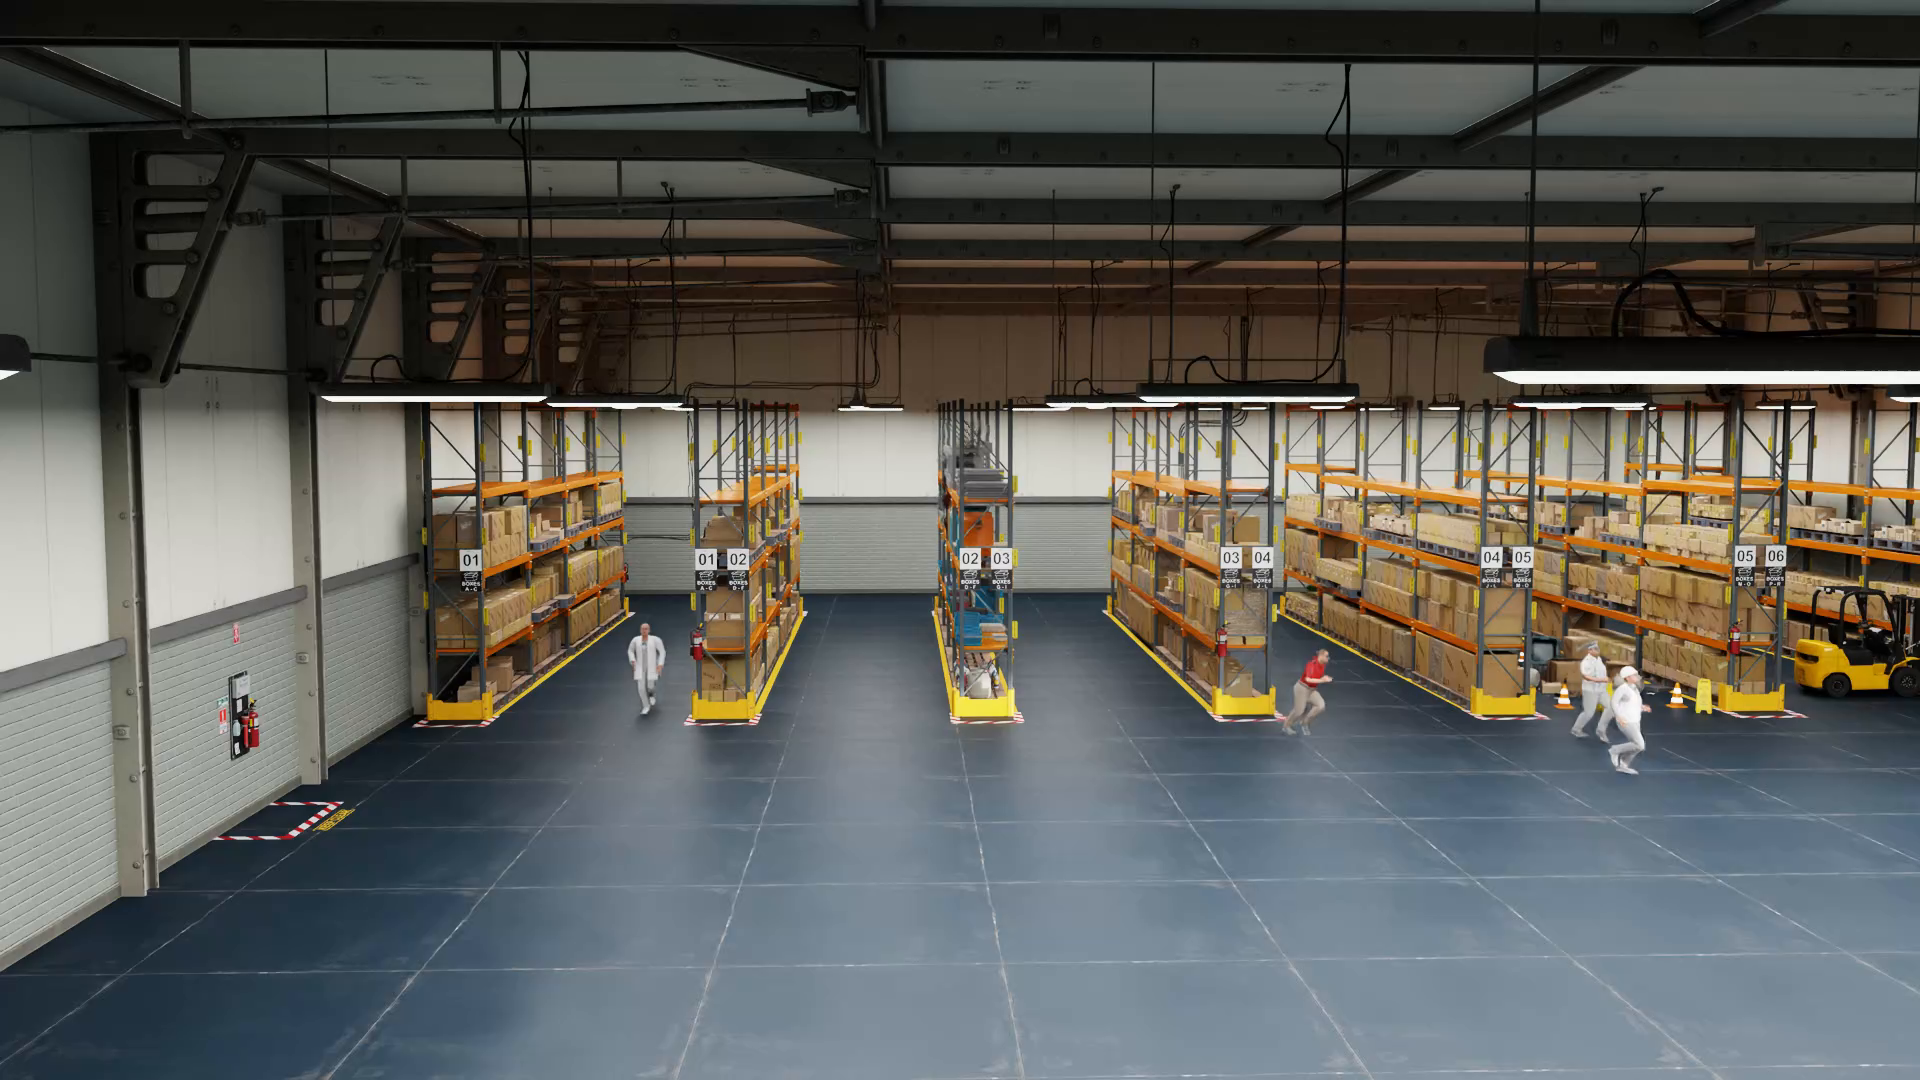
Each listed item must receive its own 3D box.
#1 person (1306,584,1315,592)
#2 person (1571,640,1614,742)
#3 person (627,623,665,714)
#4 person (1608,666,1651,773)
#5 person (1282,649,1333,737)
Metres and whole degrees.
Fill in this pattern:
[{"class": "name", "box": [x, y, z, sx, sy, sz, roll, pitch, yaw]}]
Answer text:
[{"class": "person", "box": [10.380, 1.159, 48.815, 0.569, 1.713, 0.712, 3, 5, 33]}, {"class": "person", "box": [11.121, 2.655, 29.138, 0.670, 1.820, 0.753, -3, 5, -37]}, {"class": "person", "box": [-6.013, 2.447, 31.864, 0.722, 1.727, 0.665, 0, 4, 0]}, {"class": "person", "box": [10.644, 2.858, 26.388, 0.576, 1.708, 0.661, 4, 6, 40]}, {"class": "person", "box": [6.187, 2.702, 29.443, 0.986, 1.617, 0.699, 4, 6, 40]}]
